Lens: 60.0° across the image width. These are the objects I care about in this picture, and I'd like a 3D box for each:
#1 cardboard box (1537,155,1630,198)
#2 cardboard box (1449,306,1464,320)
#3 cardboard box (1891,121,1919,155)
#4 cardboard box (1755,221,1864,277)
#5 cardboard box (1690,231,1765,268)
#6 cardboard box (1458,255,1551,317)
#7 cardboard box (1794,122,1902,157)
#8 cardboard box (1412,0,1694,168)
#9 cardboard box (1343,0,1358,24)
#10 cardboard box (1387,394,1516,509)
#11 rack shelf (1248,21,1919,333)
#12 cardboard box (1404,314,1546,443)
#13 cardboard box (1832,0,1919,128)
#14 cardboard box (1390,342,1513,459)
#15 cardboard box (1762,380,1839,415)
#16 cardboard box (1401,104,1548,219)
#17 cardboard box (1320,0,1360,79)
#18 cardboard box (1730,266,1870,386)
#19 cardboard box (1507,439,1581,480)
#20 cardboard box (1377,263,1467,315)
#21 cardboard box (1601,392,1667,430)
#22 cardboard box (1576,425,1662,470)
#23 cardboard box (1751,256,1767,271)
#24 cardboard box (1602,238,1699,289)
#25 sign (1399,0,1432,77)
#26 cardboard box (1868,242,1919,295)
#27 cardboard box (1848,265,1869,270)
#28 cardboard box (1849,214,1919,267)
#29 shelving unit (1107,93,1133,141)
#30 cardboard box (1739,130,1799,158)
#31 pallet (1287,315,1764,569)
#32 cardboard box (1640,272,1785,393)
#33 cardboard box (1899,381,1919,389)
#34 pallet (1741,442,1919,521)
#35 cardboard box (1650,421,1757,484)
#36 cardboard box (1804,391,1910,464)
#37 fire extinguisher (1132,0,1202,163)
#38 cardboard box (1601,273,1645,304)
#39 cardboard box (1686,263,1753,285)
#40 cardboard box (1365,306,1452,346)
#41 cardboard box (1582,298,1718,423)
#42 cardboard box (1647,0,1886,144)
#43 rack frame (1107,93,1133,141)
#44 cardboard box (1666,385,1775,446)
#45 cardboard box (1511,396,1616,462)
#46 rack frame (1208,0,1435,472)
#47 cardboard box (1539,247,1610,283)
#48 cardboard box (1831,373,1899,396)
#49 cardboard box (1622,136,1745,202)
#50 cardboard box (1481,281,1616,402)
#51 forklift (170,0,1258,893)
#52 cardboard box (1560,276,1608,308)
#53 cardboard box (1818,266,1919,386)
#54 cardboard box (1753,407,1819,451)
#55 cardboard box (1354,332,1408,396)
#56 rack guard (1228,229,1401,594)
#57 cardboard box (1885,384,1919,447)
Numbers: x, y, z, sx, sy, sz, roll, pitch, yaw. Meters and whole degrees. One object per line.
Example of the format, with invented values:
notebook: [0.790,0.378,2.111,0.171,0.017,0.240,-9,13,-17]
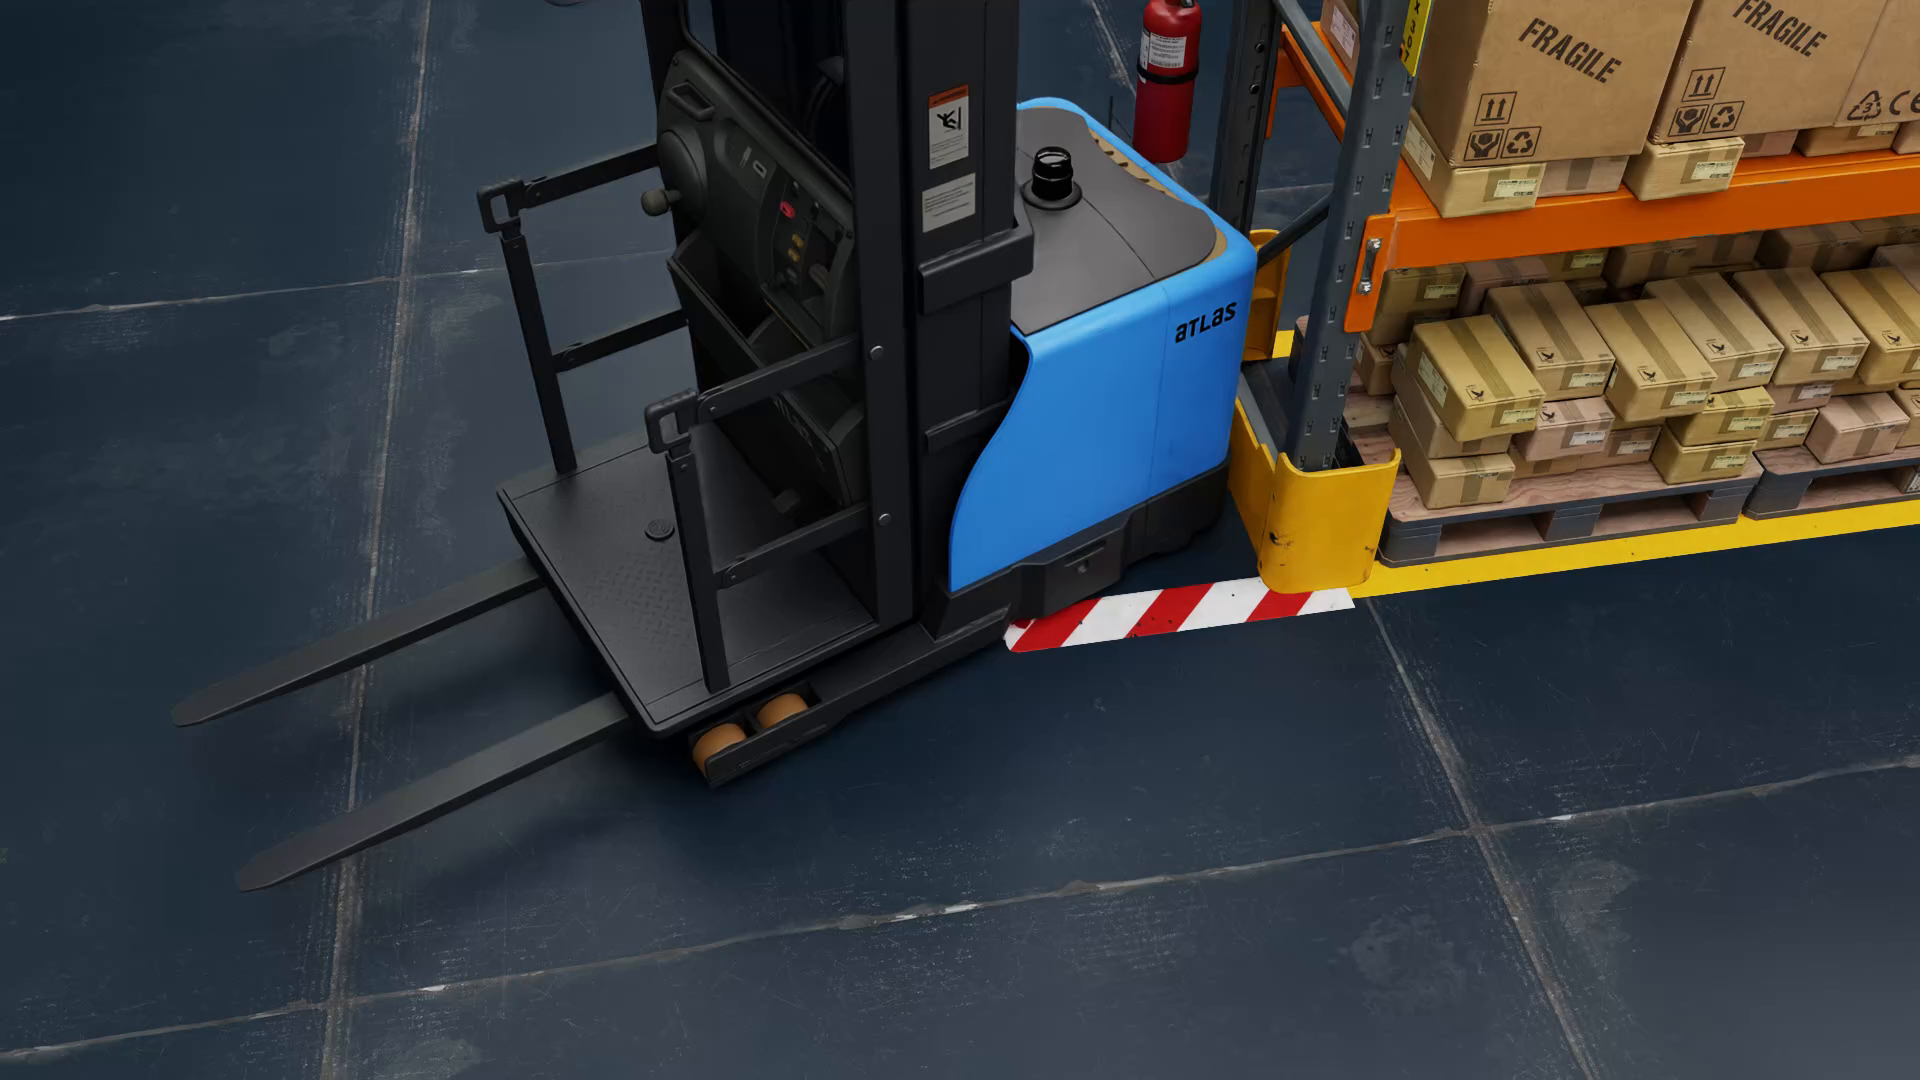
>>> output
cardboard box: [1.558,-1.075,4.377,0.250,0.149,0.380,-6,46,-5]
cardboard box: [1.678,-0.815,5.434,0.250,0.149,0.380,-8,47,-8]
cardboard box: [2.584,-1.225,4.522,0.250,0.149,0.380,-8,47,-8]
cardboard box: [2.709,-1.027,5.431,0.250,0.149,0.380,-9,47,-8]
cardboard box: [2.430,-1.073,5.476,0.250,0.149,0.380,-6,46,-5]
cardboard box: [1.675,-0.892,5.301,0.250,0.149,0.380,-6,46,-6]
cardboard box: [2.336,-1.215,4.512,0.250,0.149,0.380,-8,47,-7]
cardboard box: [1.429,-1.291,4.135,0.500,0.500,0.500,-5,46,-5]
cardboard box: [1.338,-1.670,4.500,0.500,0.500,0.500,-6,46,-6]
cardboard box: [1.510,-0.288,5.132,0.250,0.149,0.380,-6,46,-6]
rack shelf: [2.910,-1.290,4.910,4.000,0.370,1.077,-7,46,-7]
cardboard box: [1.514,-0.480,4.905,0.250,0.149,0.380,-9,47,-9]
cardboard box: [2.437,-1.426,4.265,0.500,0.500,0.500,-7,46,-6]
cardboard box: [1.499,-0.436,5.069,0.250,0.149,0.380,-5,46,-5]
cardboard box: [2.522,-0.577,5.204,0.250,0.149,0.380,-9,47,-9]
cardboard box: [1.315,-1.014,4.319,0.250,0.149,0.380,-7,47,-7]
cardboard box: [1.213,-1.448,4.736,0.250,0.149,0.380,-7,46,-7]
cardboard box: [2.540,-0.656,5.074,0.250,0.149,0.380,-5,46,-5]
cardboard box: [1.754,-0.378,5.219,0.250,0.149,0.380,-7,47,-7]
cardboard box: [1.418,-0.902,5.311,0.250,0.149,0.380,-7,46,-6]
cardboard box: [2.005,-0.523,5.152,0.250,0.149,0.380,-7,46,-6]
cardboard box: [1.998,-0.413,5.254,0.250,0.149,0.380,-7,46,-6]
cardboard box: [2.686,-0.977,5.590,0.250,0.149,0.380,-5,46,-5]
cardboard box: [2.175,-1.001,5.406,0.250,0.149,0.380,-9,47,-8]
sign: [1.032,-1.209,3.731,0.005,0.325,0.100,-7,46,-7]
cardboard box: [3.038,-0.755,5.169,0.250,0.149,0.380,-7,46,-7]
cardboard box: [2.953,-1.031,5.642,0.250,0.149,0.380,-7,46,-6]
cardboard box: [2.962,-1.079,5.482,0.250,0.149,0.380,-7,46,-7]
shelving unit: [0.432,-1.035,5.622,0.210,0.900,0.258,-14,48,-13]
cardboard box: [2.065,-1.199,4.497,0.250,0.149,0.380,-5,46,-5]
pallet: [1.821,-0.411,5.499,1.213,0.211,1.003,-7,46,-7]
cardboard box: [2.265,-0.629,5.048,0.250,0.149,0.380,-9,47,-9]
cardboard box: [3.050,-0.666,5.290,0.250,0.149,0.380,-5,46,-5]
pallet: [3.020,-0.558,5.641,1.213,0.211,1.003,-7,46,-7]
cardboard box: [2.268,-0.367,5.209,0.250,0.149,0.380,-7,46,-6]
cardboard box: [2.764,-0.435,5.274,0.250,0.149,0.380,-9,47,-9]
fire extinguisher: [0.613,-1.434,4.862,0.183,0.674,0.296,-7,46,-7]
cardboard box: [2.205,-0.846,5.464,0.250,0.149,0.380,-8,47,-7]
cardboard box: [2.431,-0.959,5.573,0.250,0.149,0.380,-6,46,-6]
cardboard box: [1.411,-0.821,5.440,0.250,0.149,0.380,-8,47,-8]
cardboard box: [2.035,-0.540,4.962,0.250,0.149,0.380,-7,47,-7]
cardboard box: [1.952,-1.375,4.216,0.500,0.500,0.500,-7,46,-7]
rack frame: [0.528,-1.059,5.645,0.006,0.900,0.240,-14,48,-13]
cardboard box: [2.276,-0.477,5.108,0.250,0.149,0.380,-6,46,-6]
cardboard box: [1.779,-0.430,5.063,0.250,0.149,0.380,-7,47,-7]
rack frame: [0.939,-1.294,4.414,0.127,3.000,1.000,-7,46,-7]
cardboard box: [1.909,-1.014,5.419,0.250,0.149,0.380,-8,47,-8]
cardboard box: [2.782,-0.640,5.265,0.250,0.149,0.380,-5,46,-5]
cardboard box: [1.832,-1.070,4.372,0.250,0.149,0.380,-8,47,-8]
cardboard box: [1.765,-0.600,5.020,0.250,0.149,0.380,-6,46,-6]
forklift: [-0.683,-0.785,3.971,3.031,2.935,1.130,-25,51,-22]
cardboard box: [1.923,-0.886,5.502,0.250,0.149,0.380,-9,47,-8]
cardboard box: [2.807,-0.656,5.074,0.250,0.149,0.380,-6,46,-6]
cardboard box: [2.503,-0.466,5.304,0.250,0.149,0.380,-7,46,-7]
cardboard box: [1.423,-0.663,5.494,0.250,0.149,0.380,-6,46,-6]
rack guard: [1.014,-0.436,5.323,0.348,0.500,1.175,-7,46,-7]
cardboard box: [3.032,-0.487,5.325,0.250,0.149,0.380,-7,46,-7]
